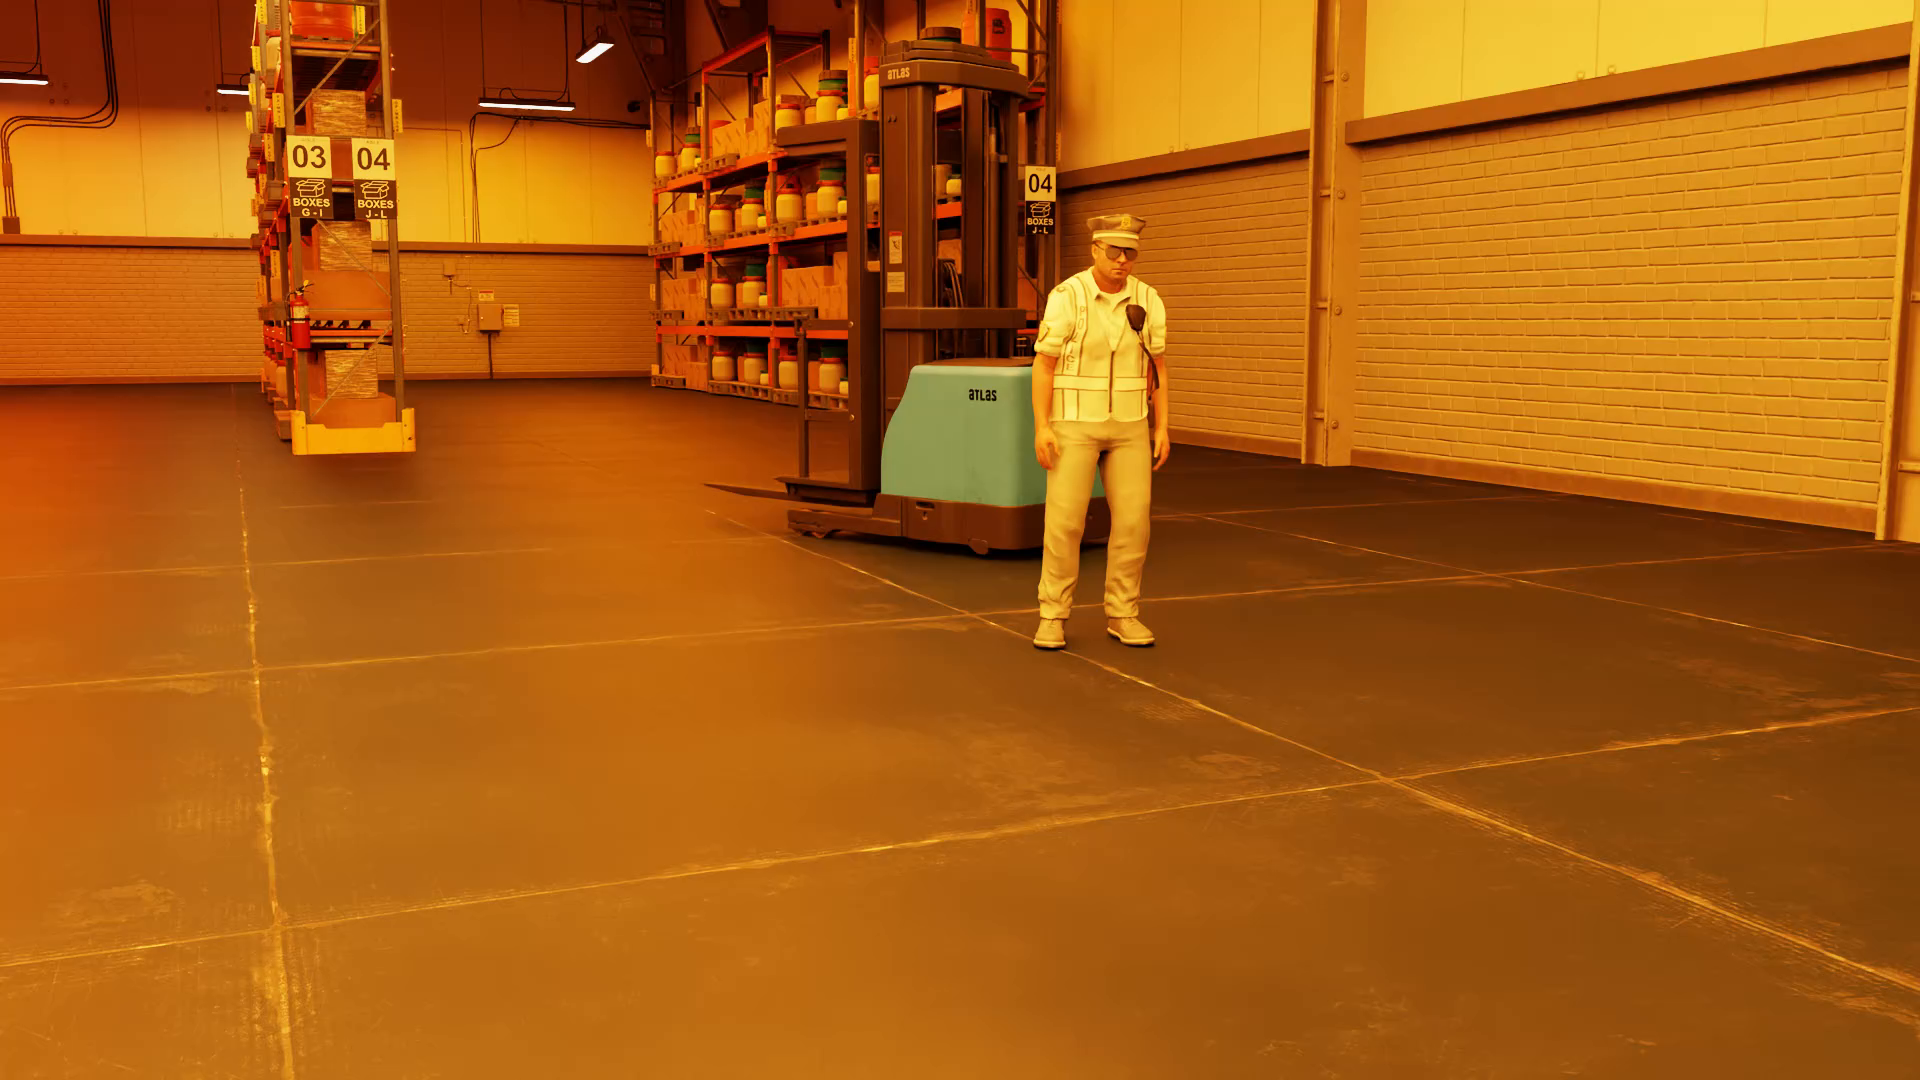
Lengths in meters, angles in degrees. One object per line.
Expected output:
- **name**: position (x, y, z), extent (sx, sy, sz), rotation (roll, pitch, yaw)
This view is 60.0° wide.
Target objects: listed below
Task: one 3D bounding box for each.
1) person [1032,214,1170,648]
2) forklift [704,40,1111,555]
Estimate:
- **person**: position (0.576, -0.449, 6.871), extent (0.603, 1.747, 0.443), rotation (-2, 8, -12)
- **forklift**: position (-0.436, -1.509, 10.383), extent (3.031, 2.935, 1.130), rotation (7, 10, 44)
